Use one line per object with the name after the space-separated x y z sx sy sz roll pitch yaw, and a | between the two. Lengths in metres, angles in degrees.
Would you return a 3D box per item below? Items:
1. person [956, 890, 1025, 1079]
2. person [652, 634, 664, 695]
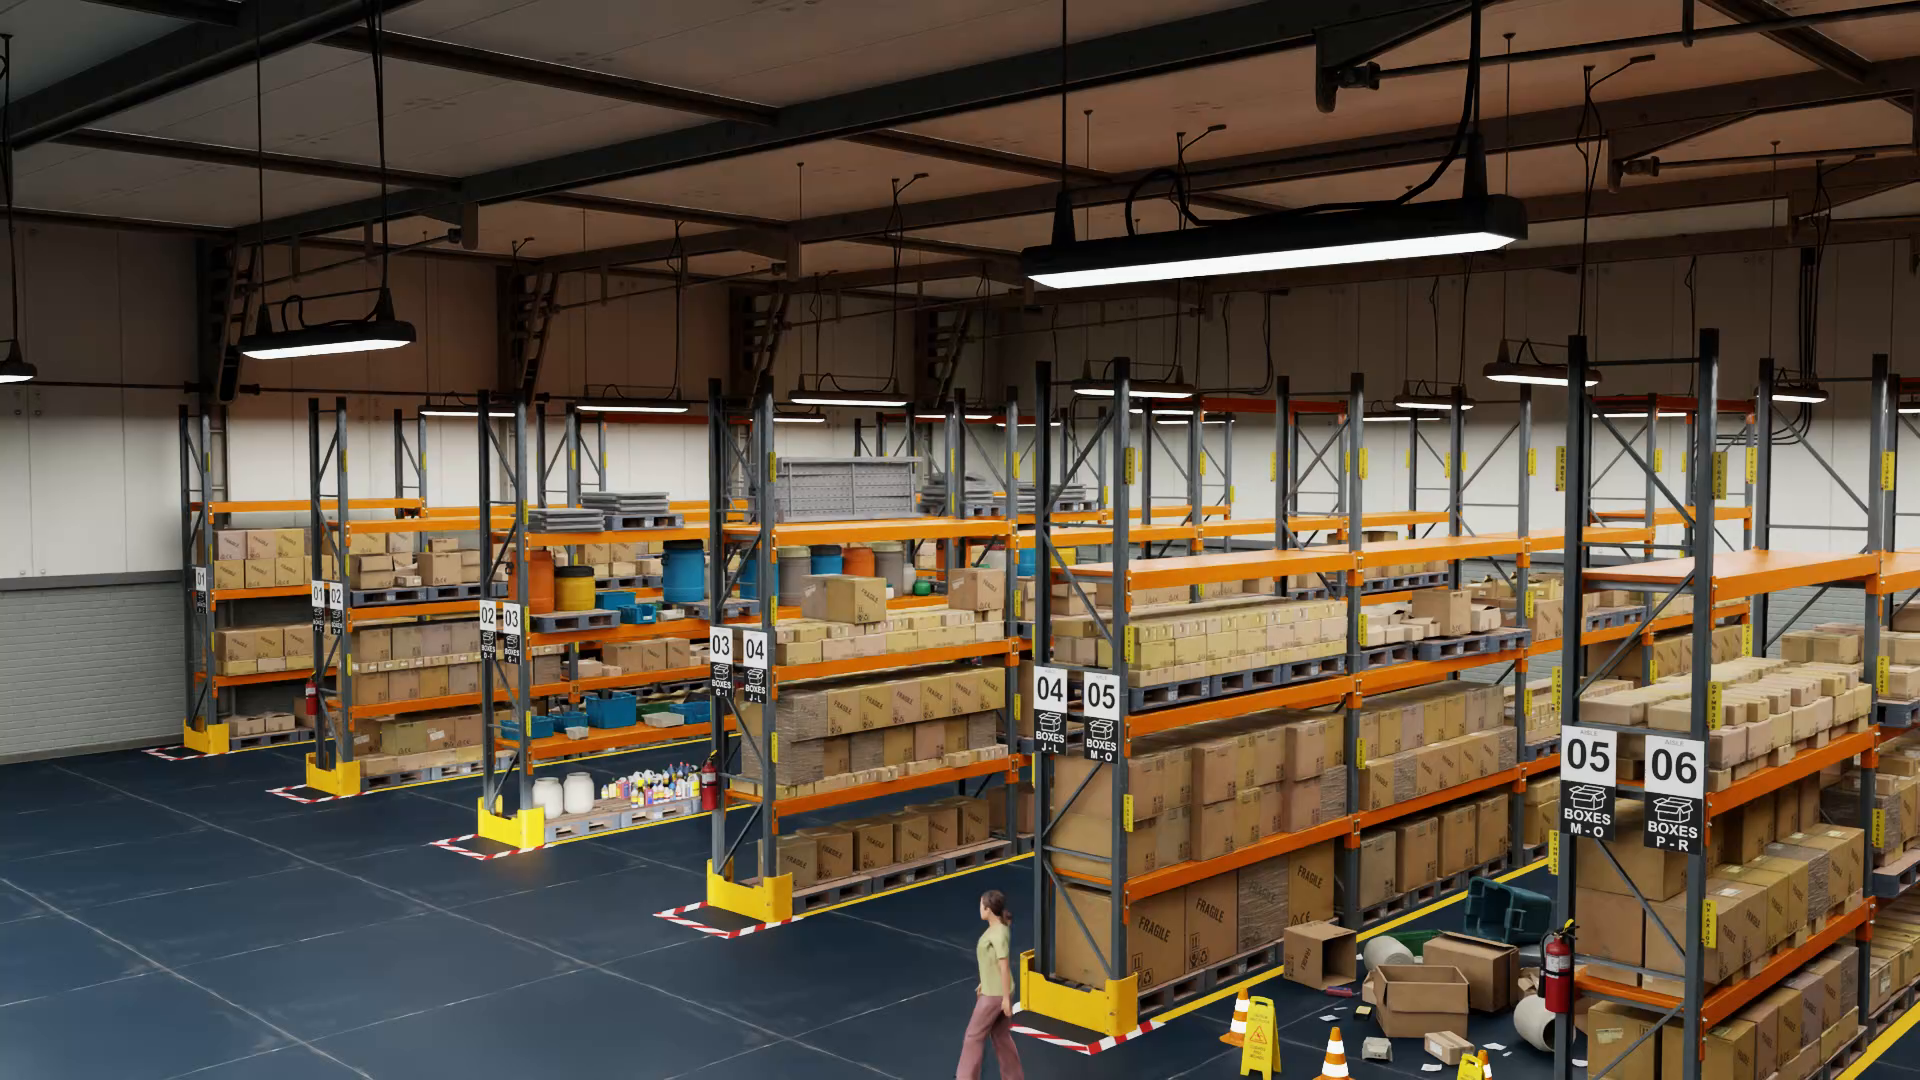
0.201 3.630 13.264 0.670 1.672 0.561 0 3 9 | person
-6.120 2.585 33.237 0.472 1.619 0.929 1 3 22 | person
